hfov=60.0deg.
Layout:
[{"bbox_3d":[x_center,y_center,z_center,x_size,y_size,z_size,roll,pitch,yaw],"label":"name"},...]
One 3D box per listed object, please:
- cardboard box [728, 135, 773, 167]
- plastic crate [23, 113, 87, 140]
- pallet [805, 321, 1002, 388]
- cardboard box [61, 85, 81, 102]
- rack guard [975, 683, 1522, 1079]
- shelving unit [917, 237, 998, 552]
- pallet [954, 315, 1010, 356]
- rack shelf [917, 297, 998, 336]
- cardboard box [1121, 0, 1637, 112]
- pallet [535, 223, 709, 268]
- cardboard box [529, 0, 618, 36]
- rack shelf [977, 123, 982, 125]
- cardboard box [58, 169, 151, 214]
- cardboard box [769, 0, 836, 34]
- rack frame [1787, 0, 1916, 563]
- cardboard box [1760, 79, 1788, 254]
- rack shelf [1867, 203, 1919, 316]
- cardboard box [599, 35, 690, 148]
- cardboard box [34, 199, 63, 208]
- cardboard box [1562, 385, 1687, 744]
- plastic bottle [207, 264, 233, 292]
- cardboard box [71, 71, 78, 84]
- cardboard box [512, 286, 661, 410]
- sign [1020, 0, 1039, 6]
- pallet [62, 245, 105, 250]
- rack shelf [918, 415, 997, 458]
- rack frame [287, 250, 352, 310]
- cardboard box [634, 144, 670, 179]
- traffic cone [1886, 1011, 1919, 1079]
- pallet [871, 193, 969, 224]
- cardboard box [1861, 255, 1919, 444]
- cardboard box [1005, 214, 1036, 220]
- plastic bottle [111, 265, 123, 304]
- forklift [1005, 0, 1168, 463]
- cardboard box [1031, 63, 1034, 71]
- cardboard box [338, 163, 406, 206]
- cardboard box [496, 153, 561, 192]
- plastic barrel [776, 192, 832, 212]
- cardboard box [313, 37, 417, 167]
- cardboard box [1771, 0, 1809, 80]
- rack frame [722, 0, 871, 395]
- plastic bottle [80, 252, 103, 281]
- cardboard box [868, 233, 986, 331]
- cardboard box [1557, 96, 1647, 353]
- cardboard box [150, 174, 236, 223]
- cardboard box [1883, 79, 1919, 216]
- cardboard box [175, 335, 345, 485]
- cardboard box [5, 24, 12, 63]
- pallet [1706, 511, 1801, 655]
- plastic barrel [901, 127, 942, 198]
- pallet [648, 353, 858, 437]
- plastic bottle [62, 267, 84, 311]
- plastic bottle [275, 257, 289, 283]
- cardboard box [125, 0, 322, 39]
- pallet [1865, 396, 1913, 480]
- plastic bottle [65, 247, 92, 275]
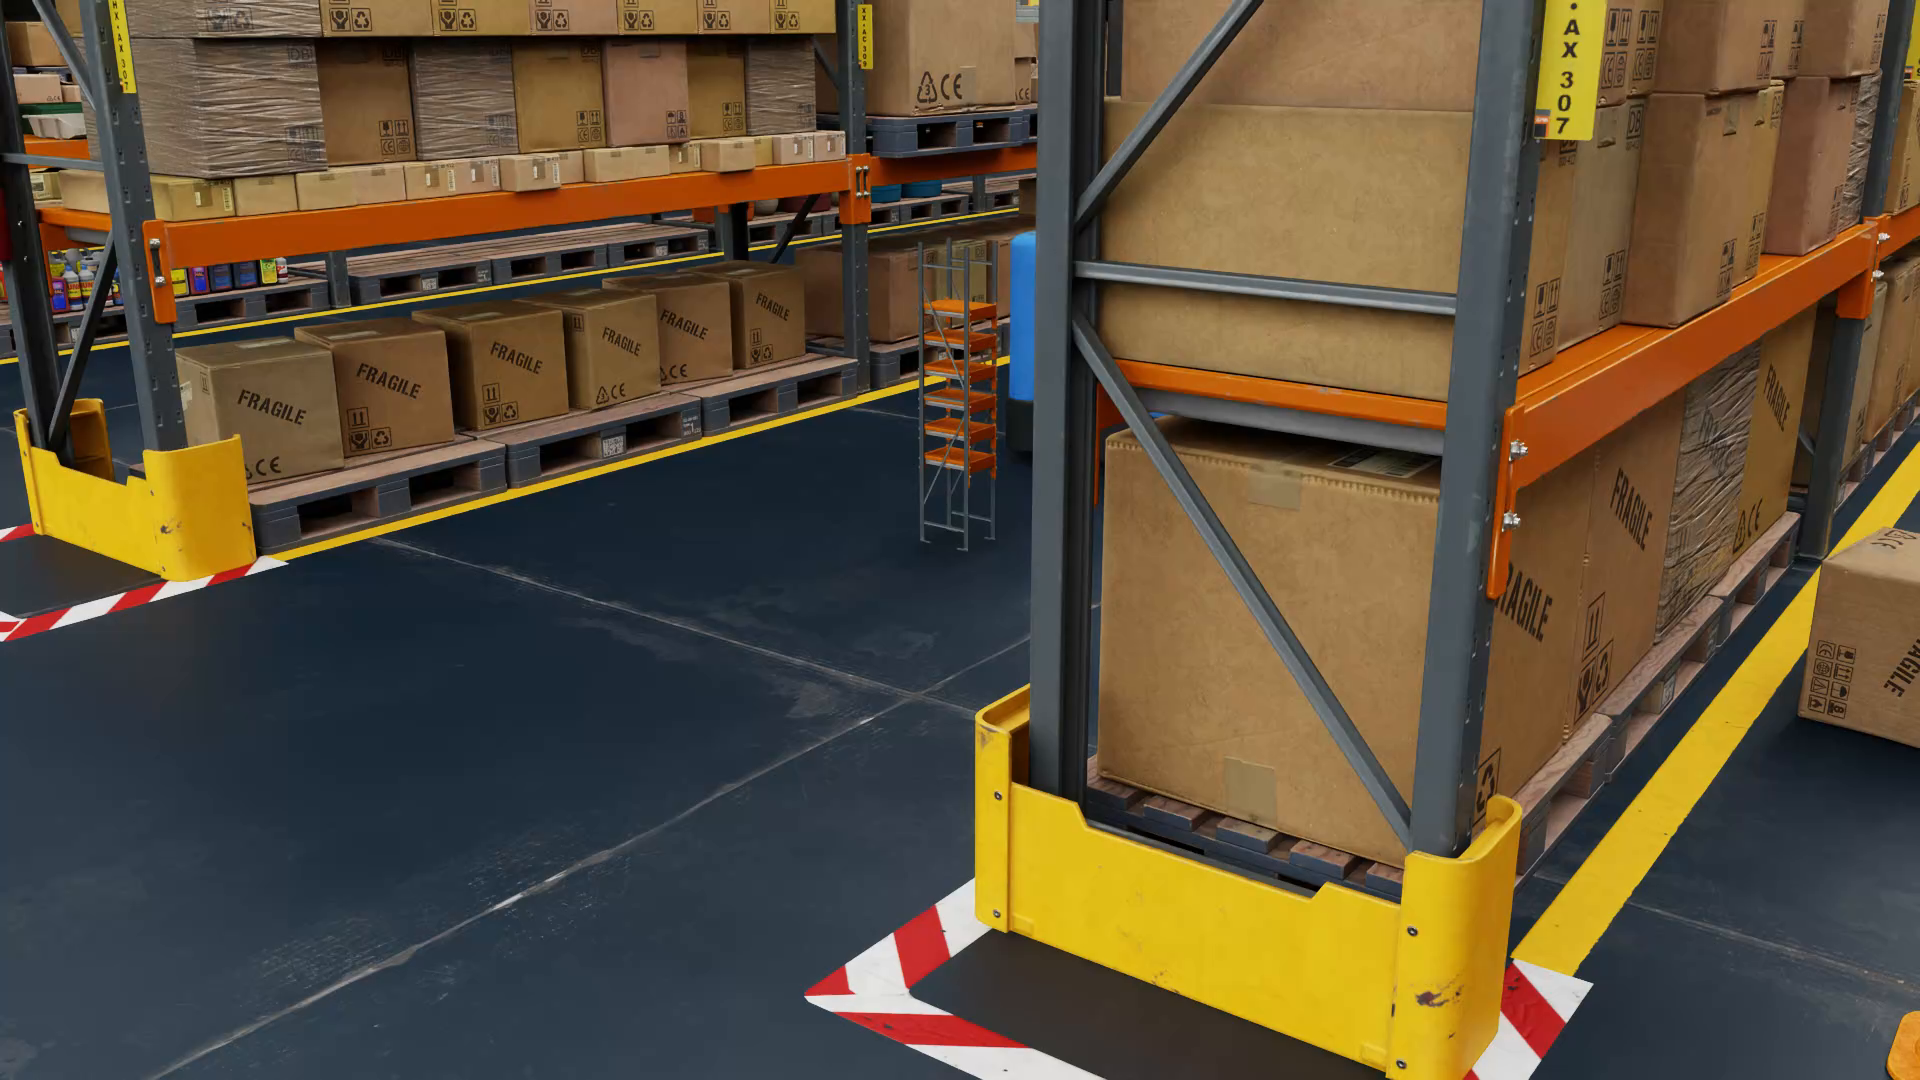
[{"bbox_3d":[-1.191,-2.017,8.603,0.380,0.149,0.250,12,21,35],"label":"cardboard box"},{"bbox_3d":[-5.687,-2.664,10.710,0.530,0.136,0.437,12,21,35],"label":"plastic crate"},{"bbox_3d":[-0.483,-1.200,10.254,1.003,0.211,1.213,12,21,35],"label":"pallet"},{"bbox_3d":[-8.207,-4.153,15.482,0.380,0.149,0.250,12,21,35],"label":"cardboard box"},{"bbox_3d":[0.580,0.706,3.626,1.175,0.500,0.348,12,21,35],"label":"rack guard"},{"bbox_3d":[-0.009,-0.570,6.555,0.258,1.200,0.189,12,21,35],"label":"shelving unit"},{"bbox_3d":[0.244,-1.492,11.193,1.003,0.211,1.213,12,21,35],"label":"pallet"},{"bbox_3d":[-0.009,-0.871,6.461,0.258,0.103,0.180,12,21,35],"label":"rack shelf"},{"bbox_3d":[0.847,-1.162,3.354,0.875,0.550,0.550,12,21,35],"label":"cardboard box"},{"bbox_3d":[-3.033,-2.665,14.970,1.003,0.211,1.213,12,21,35],"label":"pallet"},{"bbox_3d":[-1.889,-2.501,7.384,0.500,0.500,0.500,12,21,35],"label":"cardboard box"},{"bbox_3d":[-1.348,-4.307,16.769,1.077,0.370,4.000,12,21,35],"label":"rack shelf"},{"bbox_3d":[-3.325,-1.378,6.547,0.380,0.149,0.250,12,21,35],"label":"cardboard box"},{"bbox_3d":[-0.992,-2.858,8.533,0.500,0.500,0.500,12,21,35],"label":"cardboard box"},{"bbox_3d":[2.978,-1.446,6.342,1.000,3.000,0.127,12,21,35],"label":"rack frame"},{"bbox_3d":[2.042,-1.185,5.248,0.875,0.550,0.550,12,21,35],"label":"cardboard box"},{"bbox_3d":[4.169,-1.579,7.983,1.077,0.370,4.000,12,21,35],"label":"rack shelf"},{"bbox_3d":[-1.806,-2.190,8.069,0.875,0.500,0.500,12,21,35],"label":"cardboard box"},{"bbox_3d":[-8.460,-3.038,15.396,0.500,0.250,0.500,12,21,33],"label":"cardboard box"},{"bbox_3d":[1.468,-0.062,4.761,0.875,0.875,0.875,12,21,34],"label":"cardboard box"},{"bbox_3d":[-5.190,-1.917,11.583,0.144,0.351,0.185,11,20,32],"label":"plastic bottle"},{"bbox_3d":[-8.114,-4.451,15.851,0.500,0.500,0.500,14,22,39],"label":"cardboard box"},{"bbox_3d":[-1.858,-0.966,8.302,0.500,0.500,0.500,10,20,30],"label":"cardboard box"},{"bbox_3d":[0.167,-1.258,3.387,0.100,0.325,0.005,12,21,35],"label":"sign"},{"bbox_3d":[-8.491,-2.949,15.883,1.003,0.211,1.213,12,21,35],"label":"pallet"},{"bbox_3d":[-0.009,-0.413,6.603,0.258,0.103,0.180,12,21,35],"label":"rack shelf"},{"bbox_3d":[-4.923,-3.222,12.060,1.000,3.000,0.127,12,21,35],"label":"rack frame"},{"bbox_3d":[-1.622,-1.834,8.017,0.380,0.149,0.250,12,21,35],"label":"cardboard box"},{"bbox_3d":[2.051,0.843,3.250,0.336,0.463,0.334,12,21,35],"label":"traffic cone"},{"bbox_3d":[-0.650,-3.619,18.042,1.003,0.211,1.213,12,21,35],"label":"pallet"},{"bbox_3d":[3.853,-0.965,7.878,1.050,0.750,0.750,12,21,35],"label":"cardboard box"},{"bbox_3d":[0.735,-2.018,11.657,0.700,0.500,0.500,10,20,30],"label":"cardboard box"},{"bbox_3d":[-5.591,-1.707,11.040,0.097,0.271,0.097,0,17,0],"label":"plastic bottle"},{"bbox_3d":[1.430,-2.071,8.469,1.130,2.935,3.031,11,20,31],"label":"forklift"},{"bbox_3d":[0.255,-3.070,11.115,0.500,0.250,0.500,12,21,33],"label":"cardboard box"},{"bbox_3d":[-2.510,-1.476,6.862,0.380,0.149,0.250,12,21,35],"label":"cardboard box"},{"bbox_3d":[-1.996,-1.640,7.390,0.380,0.149,0.250,12,21,35],"label":"cardboard box"},{"bbox_3d":[-1.589,-3.612,16.675,0.600,0.588,0.708,12,21,35],"label":"plastic barrel"},{"bbox_3d":[-2.777,-1.850,6.973,0.875,0.500,0.500,12,21,35],"label":"cardboard box"},{"bbox_3d":[2.064,-1.696,5.072,0.875,0.550,0.550,12,21,35],"label":"cardboard box"},{"bbox_3d":[-0.945,-2.346,9.242,1.000,3.000,0.127,12,21,35],"label":"rack frame"},{"bbox_3d":[-5.969,-1.846,11.480,0.152,0.276,0.135,12,21,35],"label":"plastic bottle"},{"bbox_3d":[-0.263,-1.616,10.361,0.700,0.500,0.500,12,21,34],"label":"cardboard box"},{"bbox_3d":[1.089,-0.796,3.997,0.875,0.550,0.550,12,21,35],"label":"cardboard box"},{"bbox_3d":[-2.967,-1.300,6.294,0.380,0.149,0.250,12,21,35],"label":"cardboard box"},{"bbox_3d":[3.507,-1.571,6.577,0.500,0.500,0.500,13,21,35],"label":"cardboard box"},{"bbox_3d":[-2.943,-0.546,6.952,0.500,0.500,0.500,-15,23,-40],"label":"cardboard box"},{"bbox_3d":[-11.493,-5.769,19.351,0.700,0.500,0.500,12,21,35],"label":"cardboard box"},{"bbox_3d":[2.462,0.053,6.217,1.003,0.211,1.213,12,21,35],"label":"pallet"},{"bbox_3d":[-0.494,-4.199,18.038,0.600,0.901,0.708,12,21,35],"label":"plastic barrel"},{"bbox_3d":[-1.317,-0.849,9.120,1.003,0.211,1.213,12,21,35],"label":"pallet"},{"bbox_3d":[-5.772,-1.635,10.808,0.097,0.271,0.097,0,17,0],"label":"plastic bottle"},{"bbox_3d":[-4.889,-1.954,11.955,0.097,0.201,0.097,0,17,0],"label":"plastic bottle"},{"bbox_3d":[-2.782,-2.144,6.234,0.500,0.500,0.500,12,21,35],"label":"cardboard box"},{"bbox_3d":[4.104,-0.603,8.330,1.003,0.211,1.213,12,21,35],"label":"pallet"},{"bbox_3d":[-6.103,-1.902,11.534,0.144,0.351,0.185,12,21,34],"label":"plastic bottle"}]
